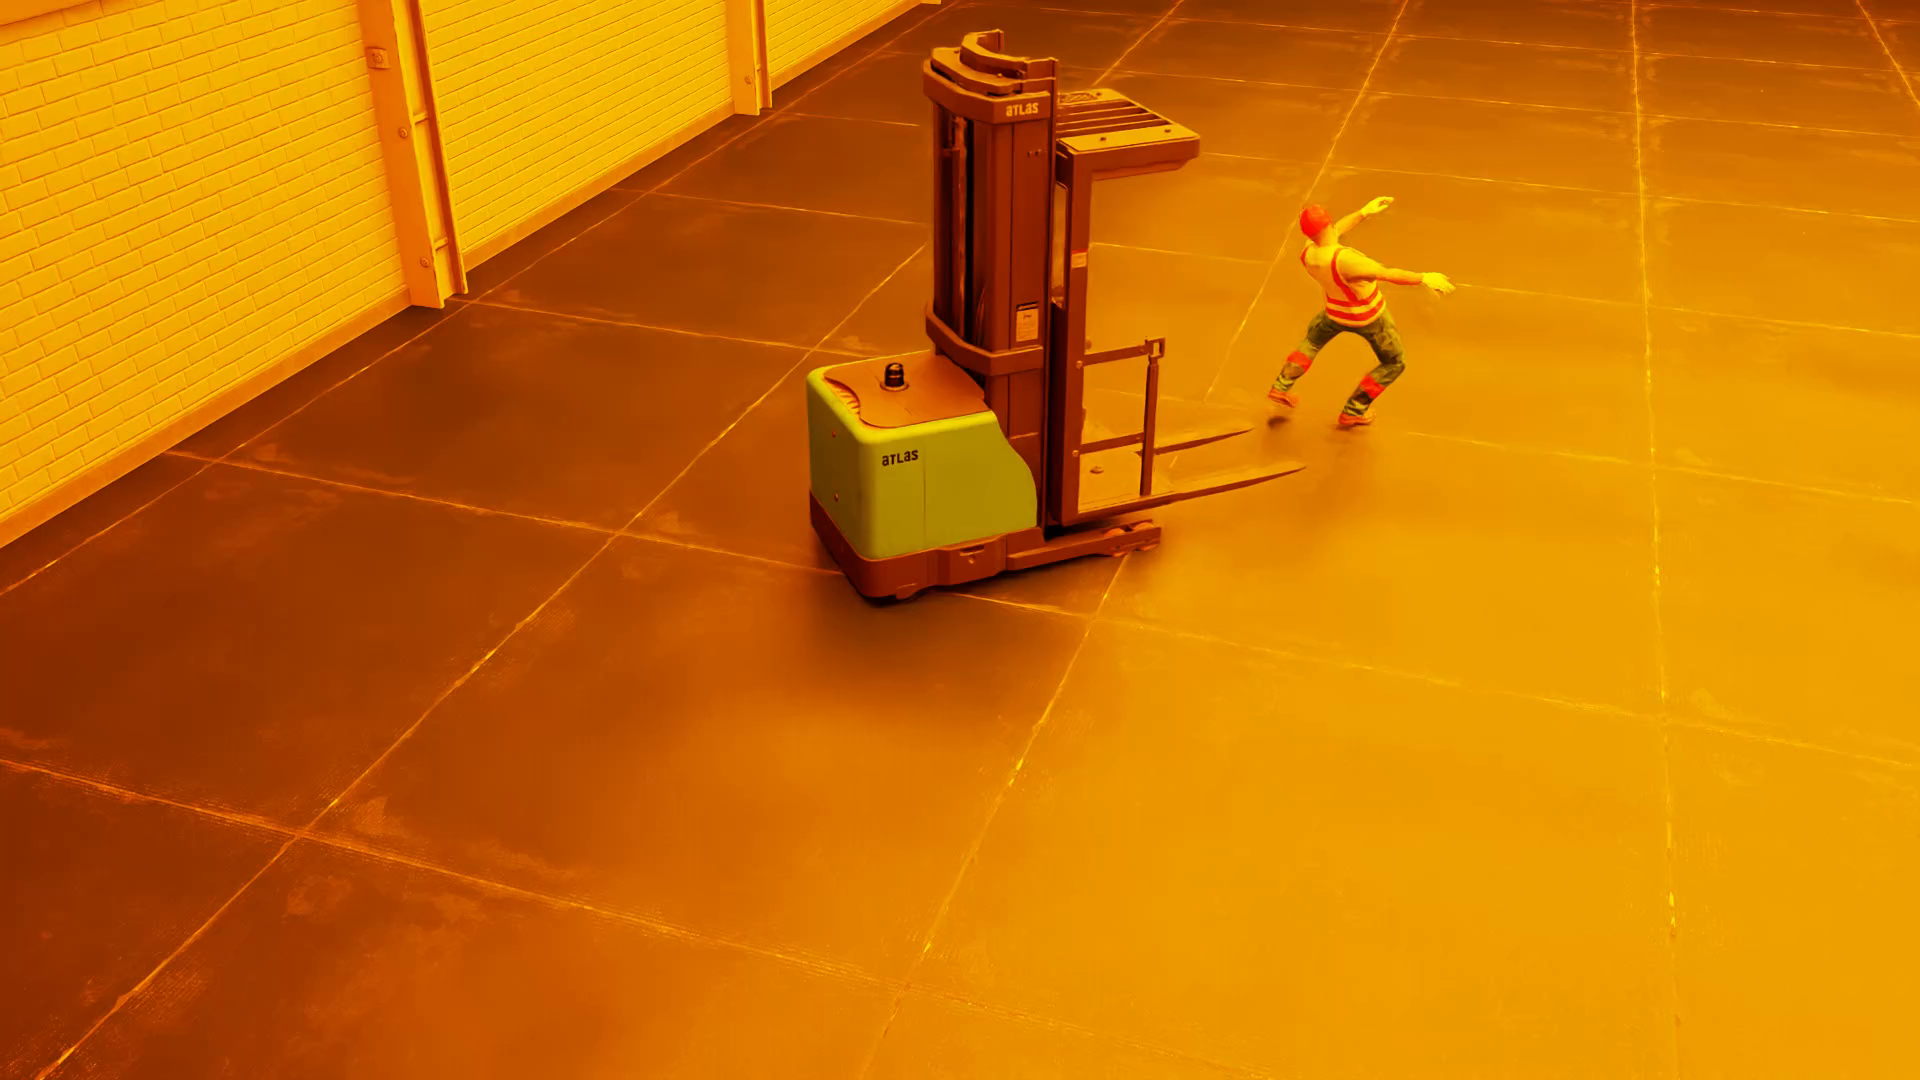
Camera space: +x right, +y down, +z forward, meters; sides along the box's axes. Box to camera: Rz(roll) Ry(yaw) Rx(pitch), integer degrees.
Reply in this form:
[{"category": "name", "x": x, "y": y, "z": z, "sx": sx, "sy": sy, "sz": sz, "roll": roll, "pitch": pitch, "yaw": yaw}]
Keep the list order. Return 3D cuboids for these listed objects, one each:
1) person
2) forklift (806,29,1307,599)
[{"category": "person", "x": 2.724, "y": -1.482, "z": 11.107, "sx": 0.755, "sy": 1.512, "sz": 1.062, "roll": -26, "pitch": 39, "yaw": -38}, {"category": "forklift", "x": 0.660, "y": -1.401, "z": 9.595, "sx": 3.031, "sy": 2.935, "sz": 1.130, "roll": -12, "pitch": 32, "yaw": -20}]
